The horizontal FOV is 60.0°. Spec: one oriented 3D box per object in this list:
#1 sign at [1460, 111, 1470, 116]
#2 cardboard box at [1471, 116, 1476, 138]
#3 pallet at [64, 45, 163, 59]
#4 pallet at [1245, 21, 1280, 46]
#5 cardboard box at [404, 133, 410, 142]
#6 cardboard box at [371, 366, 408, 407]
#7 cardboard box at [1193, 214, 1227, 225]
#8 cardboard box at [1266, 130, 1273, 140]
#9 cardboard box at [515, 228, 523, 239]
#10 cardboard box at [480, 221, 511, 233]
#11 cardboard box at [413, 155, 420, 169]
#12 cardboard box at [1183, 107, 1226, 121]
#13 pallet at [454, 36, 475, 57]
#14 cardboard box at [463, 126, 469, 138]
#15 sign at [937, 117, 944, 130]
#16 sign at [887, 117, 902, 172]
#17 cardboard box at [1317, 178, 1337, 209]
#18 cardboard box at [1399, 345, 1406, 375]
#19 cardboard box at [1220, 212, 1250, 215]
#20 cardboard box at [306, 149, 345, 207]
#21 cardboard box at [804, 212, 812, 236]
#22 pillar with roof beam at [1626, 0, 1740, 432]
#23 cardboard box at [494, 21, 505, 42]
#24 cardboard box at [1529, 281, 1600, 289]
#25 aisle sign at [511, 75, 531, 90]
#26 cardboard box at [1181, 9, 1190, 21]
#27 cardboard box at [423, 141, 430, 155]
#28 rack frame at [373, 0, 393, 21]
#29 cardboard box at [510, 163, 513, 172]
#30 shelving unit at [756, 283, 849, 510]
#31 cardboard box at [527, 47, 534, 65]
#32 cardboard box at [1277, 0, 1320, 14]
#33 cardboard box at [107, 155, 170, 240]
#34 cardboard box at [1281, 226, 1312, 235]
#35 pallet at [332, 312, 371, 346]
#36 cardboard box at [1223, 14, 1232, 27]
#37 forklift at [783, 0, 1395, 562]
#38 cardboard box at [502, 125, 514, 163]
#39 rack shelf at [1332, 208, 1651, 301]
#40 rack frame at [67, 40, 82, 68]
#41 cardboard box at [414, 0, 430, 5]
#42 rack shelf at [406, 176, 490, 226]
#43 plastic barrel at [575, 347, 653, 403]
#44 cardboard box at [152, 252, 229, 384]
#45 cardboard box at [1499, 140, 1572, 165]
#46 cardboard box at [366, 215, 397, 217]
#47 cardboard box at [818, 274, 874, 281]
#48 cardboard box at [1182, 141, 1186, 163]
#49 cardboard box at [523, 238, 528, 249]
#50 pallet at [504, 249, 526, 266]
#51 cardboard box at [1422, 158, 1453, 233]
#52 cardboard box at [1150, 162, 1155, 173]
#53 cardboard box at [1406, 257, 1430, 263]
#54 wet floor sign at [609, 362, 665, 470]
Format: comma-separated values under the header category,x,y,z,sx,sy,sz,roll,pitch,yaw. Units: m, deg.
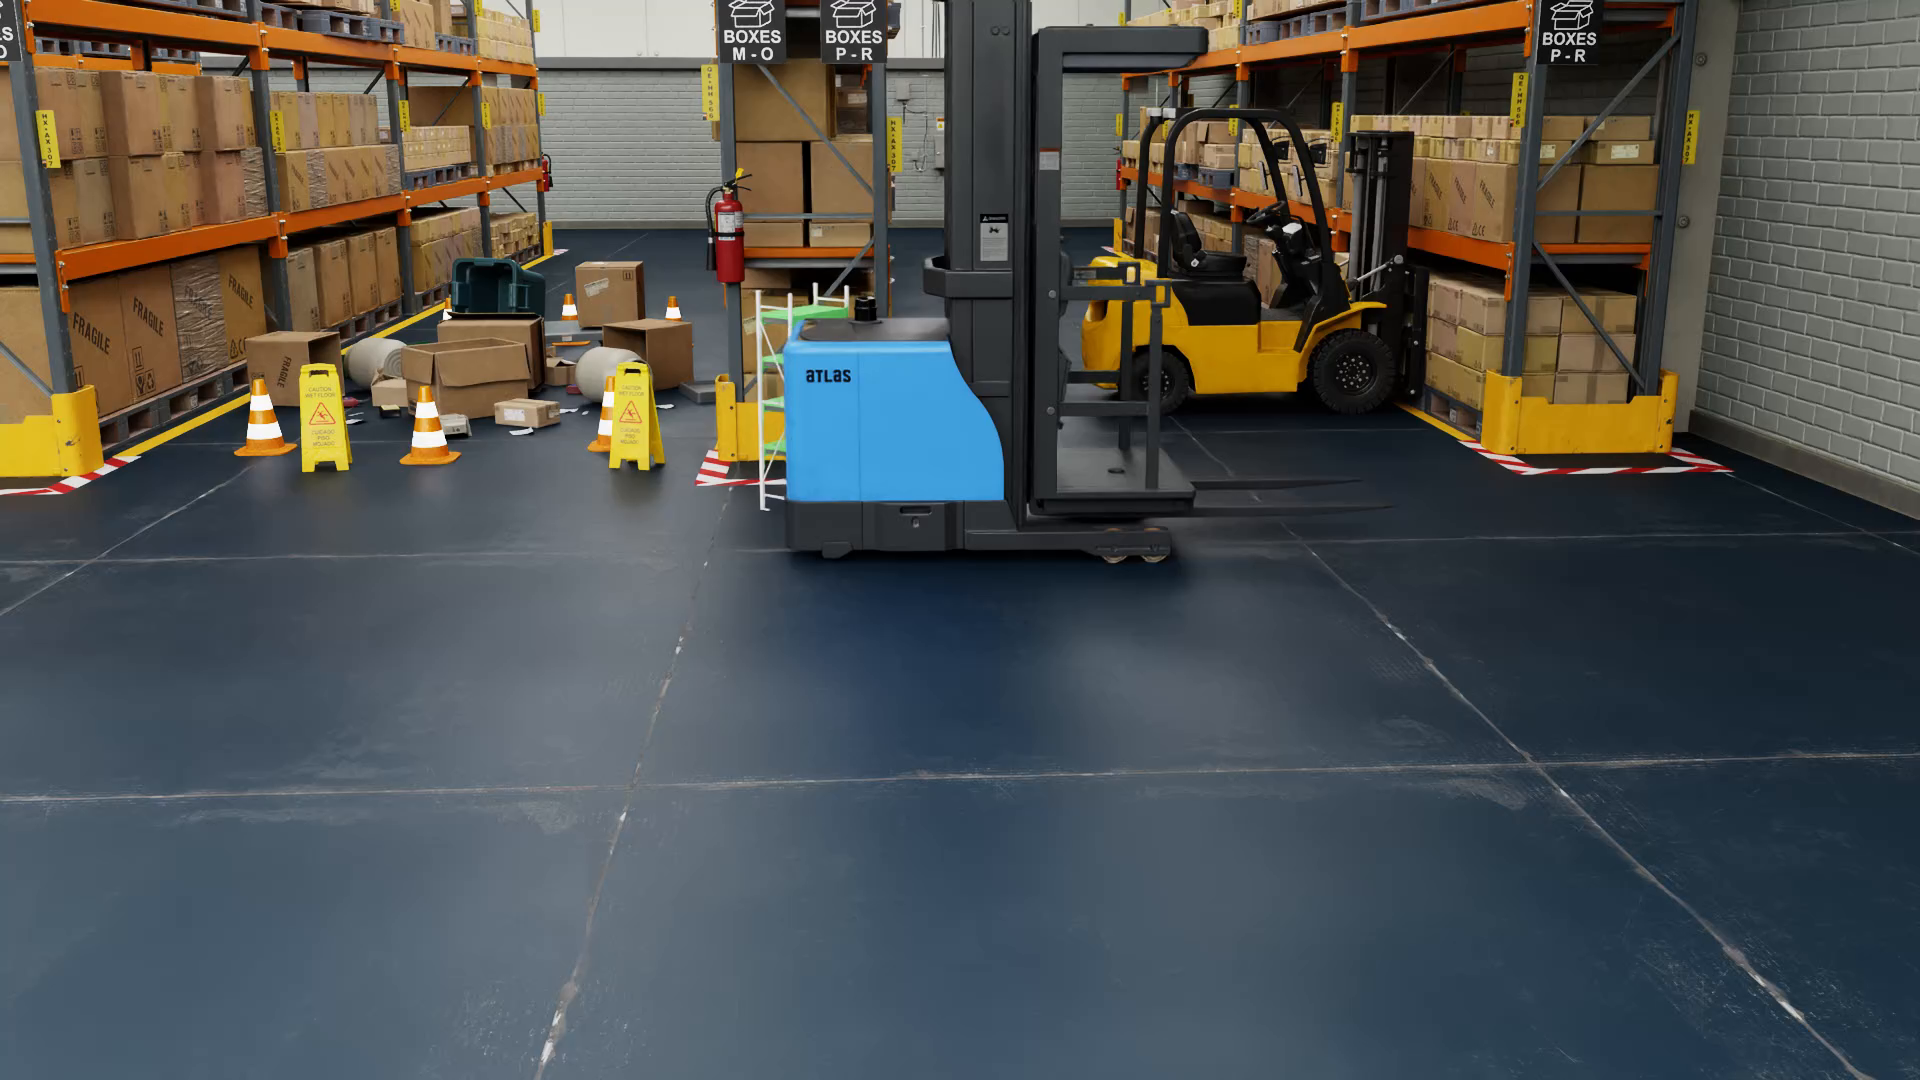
category,x,y,z,sx,sy,sz,roll,pitch,yaw
sign,4.315,-3.517,14.280,0.100,0.325,0.005,-1,14,-3
cardboard box,3.746,-2.837,11.432,0.380,0.149,0.250,-1,14,-3
pallet,-11.692,-6.726,22.805,1.003,0.211,1.213,-1,14,-3
pallet,3.645,-5.239,17.228,1.213,0.211,1.003,0,14,-1
cardboard box,-6.229,-4.421,18.156,0.380,0.149,0.250,-1,14,-5
cardboard box,-4.182,-1.148,12.456,0.396,0.266,0.258,2,15,6
cardboard box,3.175,-4.054,21.137,0.380,0.149,0.250,-1,14,-4
cardboard box,3.328,-4.129,17.053,0.380,0.149,0.250,-1,14,-3
cardboard box,-6.476,-4.374,23.788,0.380,0.149,0.250,0,14,-1
cardboard box,-6.433,-4.321,22.986,0.380,0.149,0.250,-1,14,-2
cardboard box,-6.234,-4.196,18.477,0.380,0.149,0.250,0,14,-1
cardboard box,3.439,-5.849,23.439,0.500,0.500,0.500,-1,14,-5
pallet,-6.690,-6.068,20.446,1.213,0.211,1.003,-1,14,-3
cardboard box,-6.403,-5.134,20.928,0.380,0.149,0.250,0,14,-1
sign,-0.271,-7.806,31.188,0.339,0.242,0.001,-1,14,-3
sign,-0.403,-2.406,10.120,0.100,0.325,0.005,-1,14,-3
cardboard box,3.469,-3.099,14.853,0.500,0.250,0.500,-1,14,-2
cardboard box,3.567,-1.417,12.688,0.500,0.250,0.500,0,14,-2
cardboard box,3.598,-4.195,21.681,0.380,0.149,0.250,-1,14,-3
cardboard box,-5.951,-3.305,15.150,0.500,0.500,0.500,-1,14,-4
cardboard box,-1.224,-2.201,11.565,0.380,0.149,0.250,-1,14,-3
pillar with roof beam,0.569,-5.082,10.218,9.100,9.000,0.400,-1,14,-3
cardboard box,-6.456,-6.856,22.431,0.500,0.250,0.500,-1,14,-2
cardboard box,4.134,-1.658,11.621,0.500,0.250,0.500,-1,14,-3
aisle sign,-6.575,-7.138,25.030,0.394,0.787,0.004,-1,14,-3
cardboard box,2.950,-6.493,20.588,0.380,0.149,0.250,-1,14,-4
cardboard box,-6.273,-4.474,18.959,0.380,0.149,0.250,-1,14,-3
rack frame,-6.374,-6.772,16.785,1.000,3.000,0.127,-1,14,-3
cardboard box,-6.543,-5.270,23.493,0.380,0.149,0.250,-1,14,-2
shelving unit,-0.856,-0.785,9.161,0.258,1.200,0.503,10,18,32
cardboard box,-6.578,-7.127,24.487,0.500,0.250,0.500,-1,14,-5
cardboard box,3.378,-5.361,16.079,0.500,0.500,0.500,-1,14,-2
cardboard box,-5.912,-2.318,11.217,0.875,0.550,0.550,-1,14,-3
cardboard box,3.792,-3.487,18.930,0.380,0.149,0.250,0,14,-1
pallet,-6.328,-2.016,15.937,1.003,0.211,1.213,-1,14,-3
cardboard box,3.205,-5.895,18.897,0.380,0.149,0.250,-1,14,-3
forklift,0.644,-1.442,8.249,3.031,2.935,1.130,-1,14,-2
cardboard box,-6.435,-5.429,22.811,0.500,0.500,0.500,-1,14,-5
rack shelf,3.885,-2.205,12.519,1.077,0.370,4.000,-1,14,-3
rack frame,-11.579,-4.810,21.199,1.000,3.000,0.127,-1,14,-3
cardboard box,-6.658,-6.181,19.459,0.797,0.503,0.637,-1,14,-4
rack shelf,-6.498,-4.015,19.556,1.077,0.370,4.000,-1,14,-3
plastic barrel,-2.584,-1.221,12.422,0.512,0.421,0.421,10,18,35
cardboard box,-6.098,-1.664,12.396,0.875,0.875,0.875,-1,14,-3
cardboard box,3.708,-2.500,10.721,0.380,0.149,0.250,-1,14,-3
cardboard box,-6.736,-3.640,19.324,0.500,0.250,0.500,-1,14,-2
cardboard box,-0.780,-1.679,12.201,0.500,0.500,0.500,-1,14,-2
cardboard box,2.969,-4.827,20.694,0.396,0.266,0.258,0,14,-1
cardboard box,-6.475,-4.298,24.089,0.380,0.149,0.250,-2,15,-6
pallet,-6.778,-3.981,23.576,1.003,0.211,1.213,-1,14,-3
cardboard box,3.662,-2.479,11.941,0.500,0.500,0.500,-1,14,-4
cardboard box,2.883,-5.251,23.420,0.380,0.149,0.250,-1,14,-4
cardboard box,3.500,-2.154,13.547,0.500,0.250,0.500,-1,14,-3
wet floor sign,-2.001,-0.774,10.240,0.267,0.644,0.232,4,15,16
